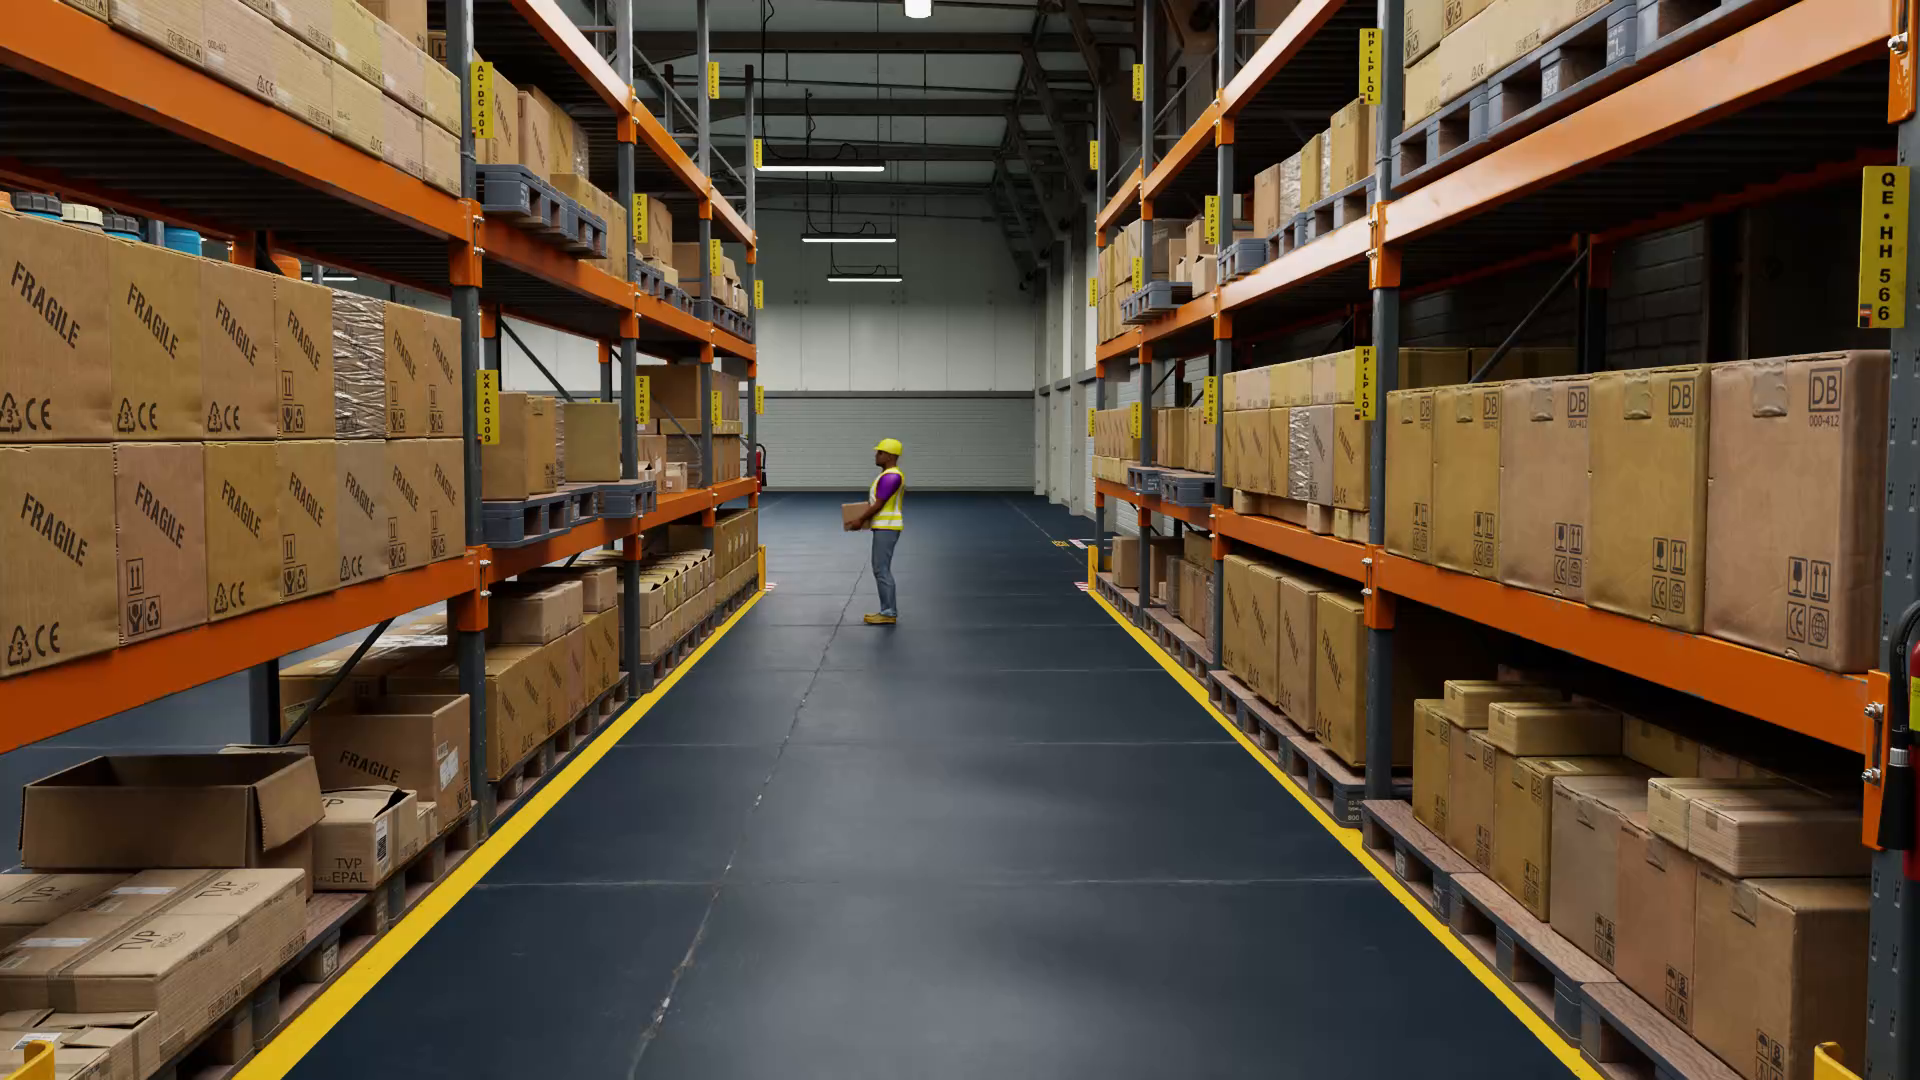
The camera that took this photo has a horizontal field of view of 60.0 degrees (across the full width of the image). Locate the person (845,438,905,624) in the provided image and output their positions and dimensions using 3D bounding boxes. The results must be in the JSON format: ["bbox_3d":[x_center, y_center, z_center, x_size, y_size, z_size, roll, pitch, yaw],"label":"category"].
[{"bbox_3d":[-0.812,-0.088,15.915,0.573,1.767,0.521,0,4,-2],"label":"person"}]
